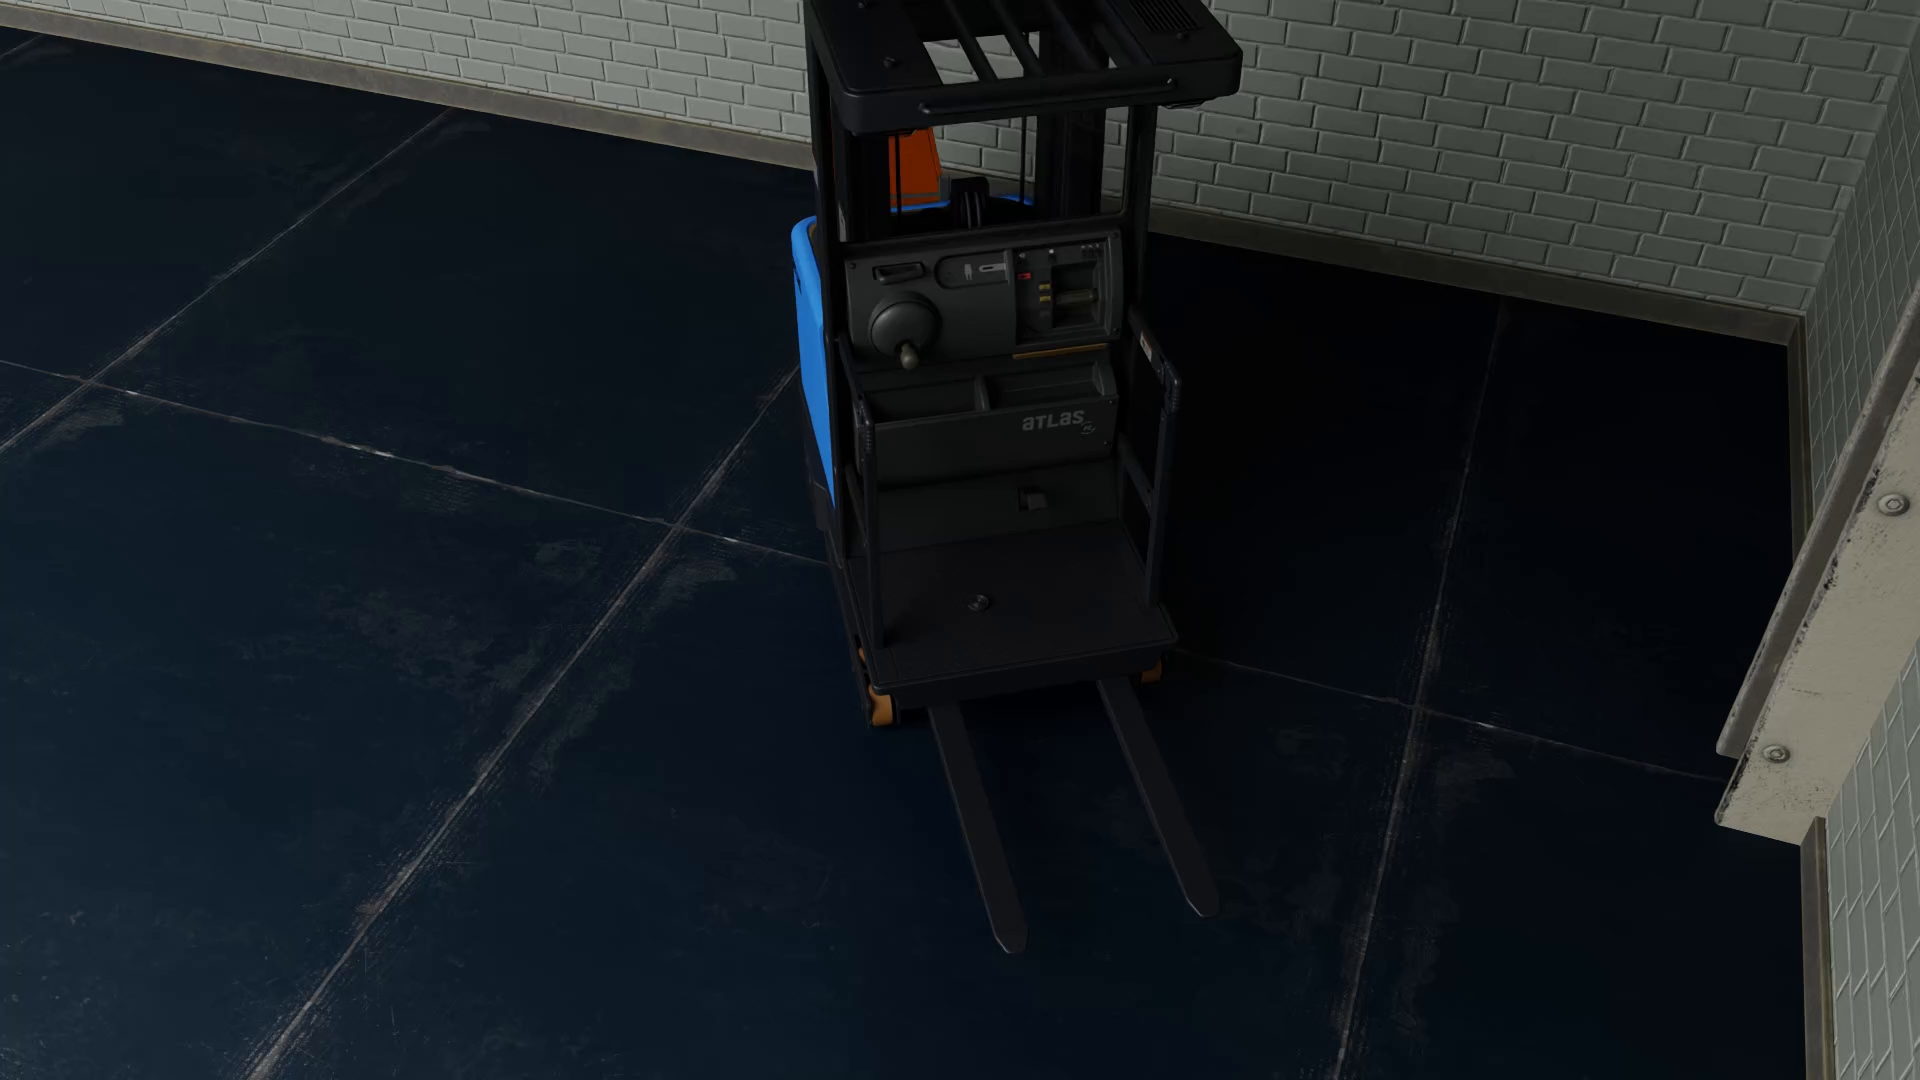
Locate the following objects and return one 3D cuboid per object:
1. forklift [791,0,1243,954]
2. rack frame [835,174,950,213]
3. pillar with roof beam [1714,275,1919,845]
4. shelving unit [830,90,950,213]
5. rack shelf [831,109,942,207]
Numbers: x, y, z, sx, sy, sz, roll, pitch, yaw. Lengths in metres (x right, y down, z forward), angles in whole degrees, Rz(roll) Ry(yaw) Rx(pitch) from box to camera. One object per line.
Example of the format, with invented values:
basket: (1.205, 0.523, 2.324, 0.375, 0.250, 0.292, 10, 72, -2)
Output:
forklift: (0.137, -0.718, 5.333, 1.130, 2.935, 3.031, -8, 41, -10)
rack frame: (-0.292, -1.032, 7.093, 0.500, 1.125, 0.032, -4, 41, -5)
pillar with roof beam: (-1.280, -3.506, 3.926, 9.100, 9.000, 0.400, 13, 42, 15)
shelving unit: (-0.349, -1.360, 7.478, 0.538, 1.125, 1.048, -4, 41, -5)
rack shelf: (-0.349, -1.583, 7.288, 0.538, 0.278, 1.000, -4, 41, -5)
